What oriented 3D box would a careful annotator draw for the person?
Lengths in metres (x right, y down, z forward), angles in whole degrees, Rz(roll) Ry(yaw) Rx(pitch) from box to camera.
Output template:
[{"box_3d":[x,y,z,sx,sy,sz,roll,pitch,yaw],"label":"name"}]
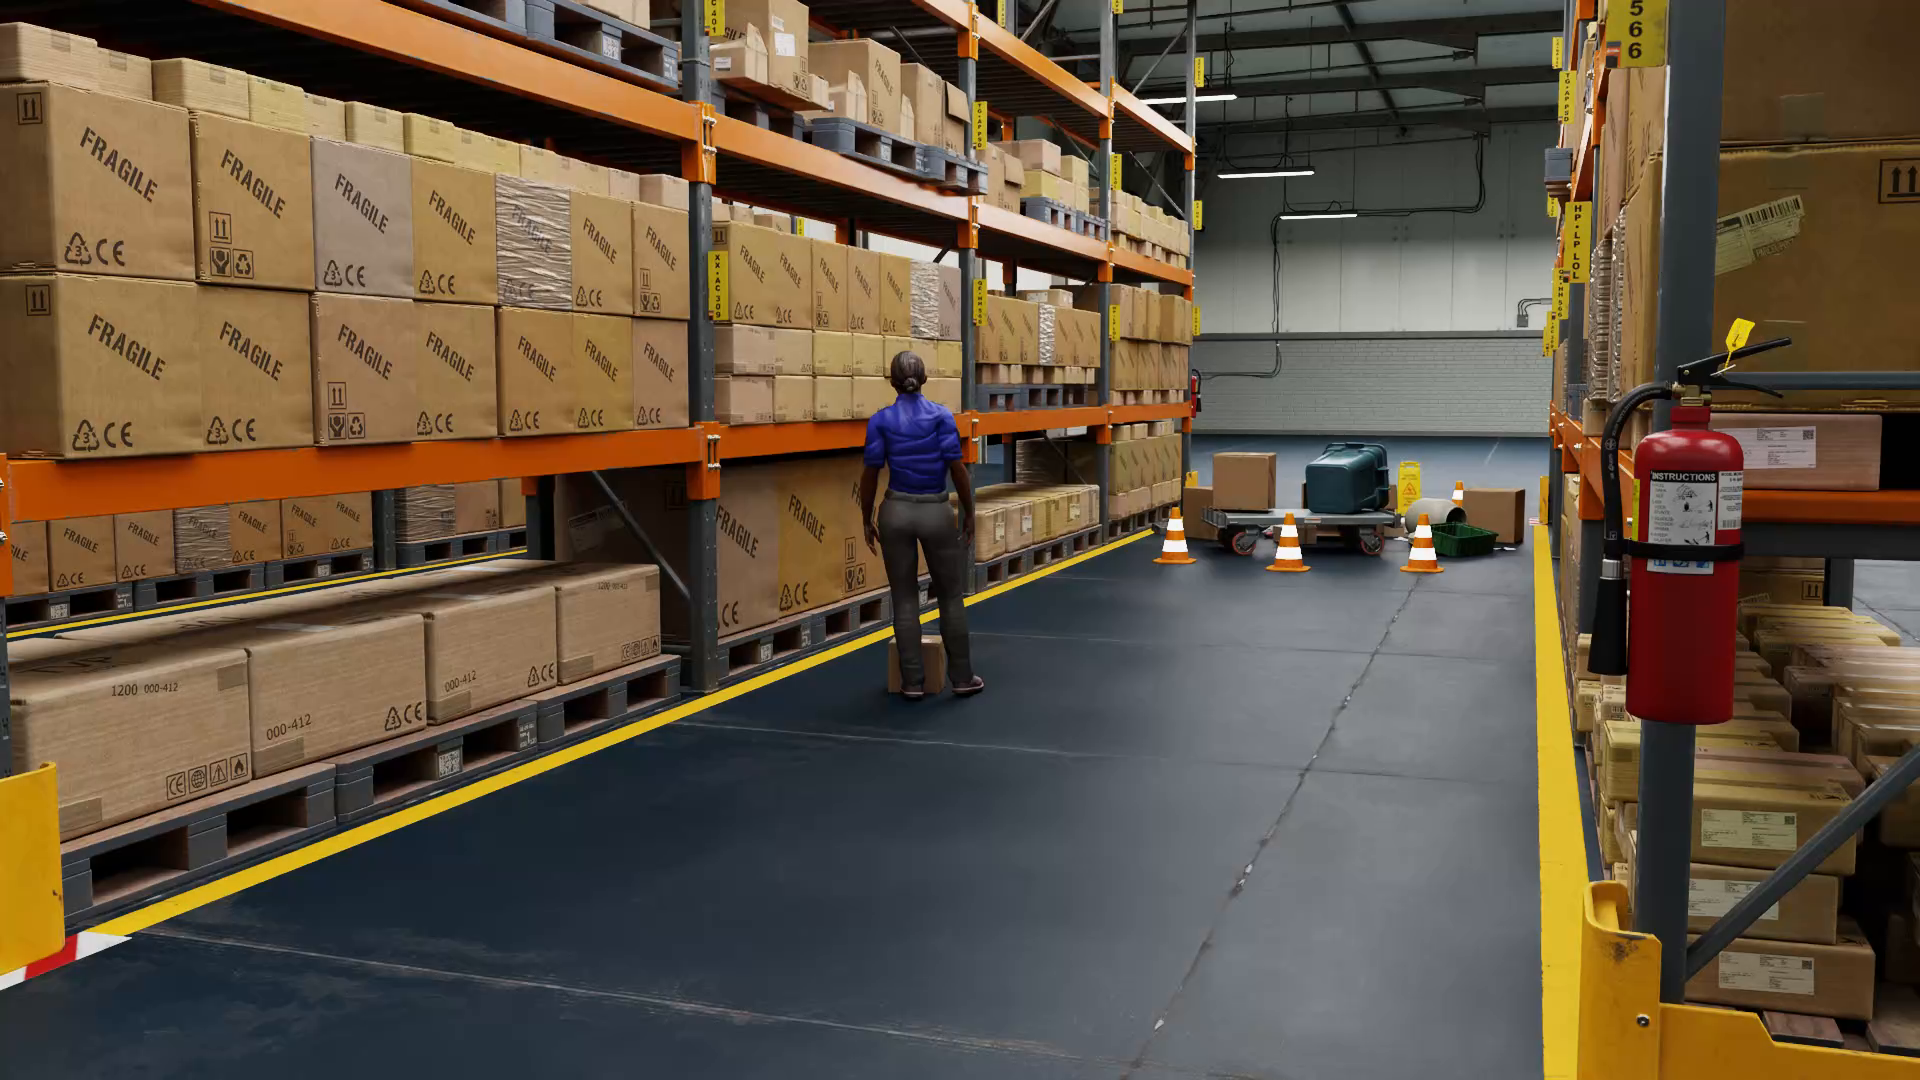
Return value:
[{"box_3d":[-0.182,-0.075,7.984,0.569,1.655,0.504,0,5,5],"label":"person"}]
